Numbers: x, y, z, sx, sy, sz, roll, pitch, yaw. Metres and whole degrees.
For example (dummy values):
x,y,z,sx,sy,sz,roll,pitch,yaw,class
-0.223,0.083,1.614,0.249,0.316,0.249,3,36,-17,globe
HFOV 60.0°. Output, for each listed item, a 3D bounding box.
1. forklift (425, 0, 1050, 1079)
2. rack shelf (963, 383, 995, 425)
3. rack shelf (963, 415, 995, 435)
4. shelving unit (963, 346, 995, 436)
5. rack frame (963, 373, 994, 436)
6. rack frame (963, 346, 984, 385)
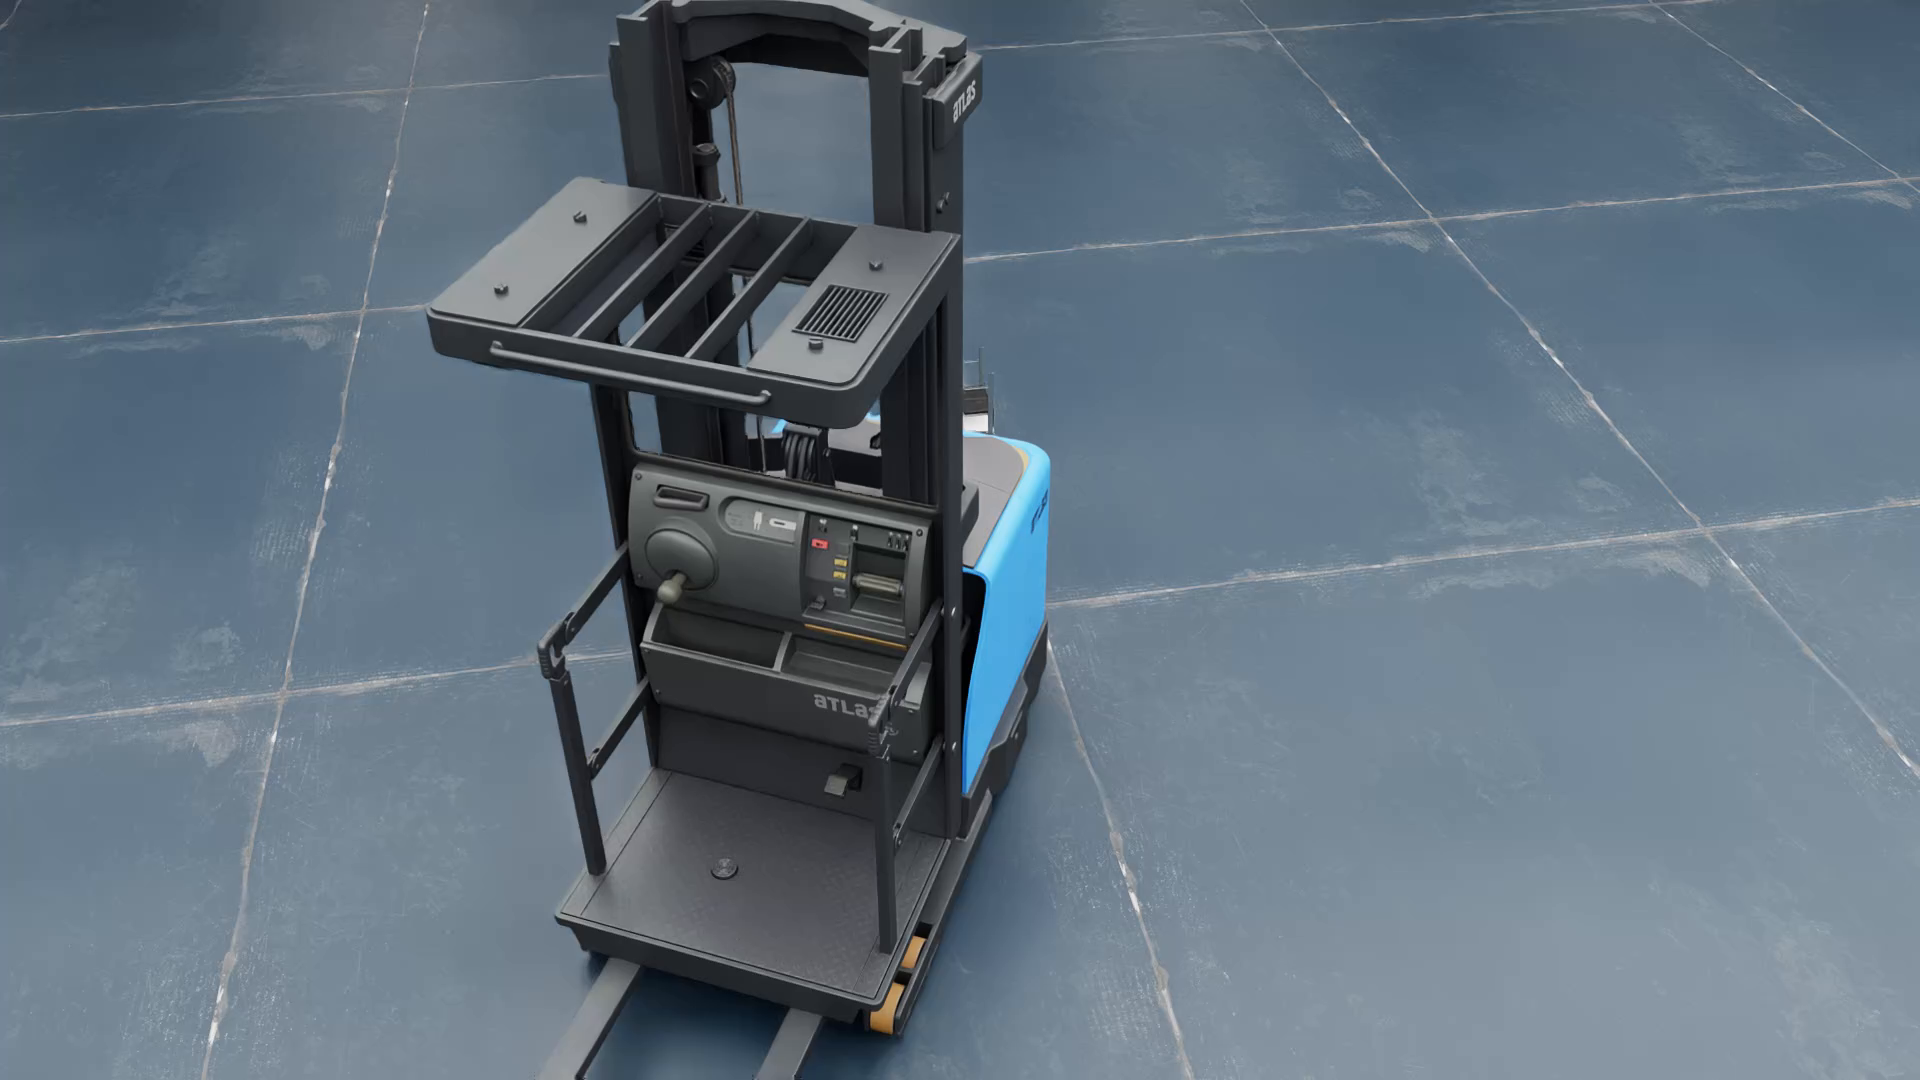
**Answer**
x,y,z,sx,sy,sz,roll,pitch,yaw,class
-0.605,0.117,4.710,1.130,2.935,3.031,11,39,14,forklift
-0.001,-0.547,6.835,0.258,0.077,0.200,-6,38,-8,rack shelf
-0.001,-0.476,6.890,0.258,0.077,0.200,-6,38,-8,rack shelf
-0.001,-0.360,6.980,0.258,0.900,0.210,-6,38,-8,shelving unit
0.016,-0.299,6.901,0.240,0.900,0.006,-6,38,-8,rack frame
-0.019,-0.422,7.059,0.240,0.900,0.006,-6,38,-8,rack frame
